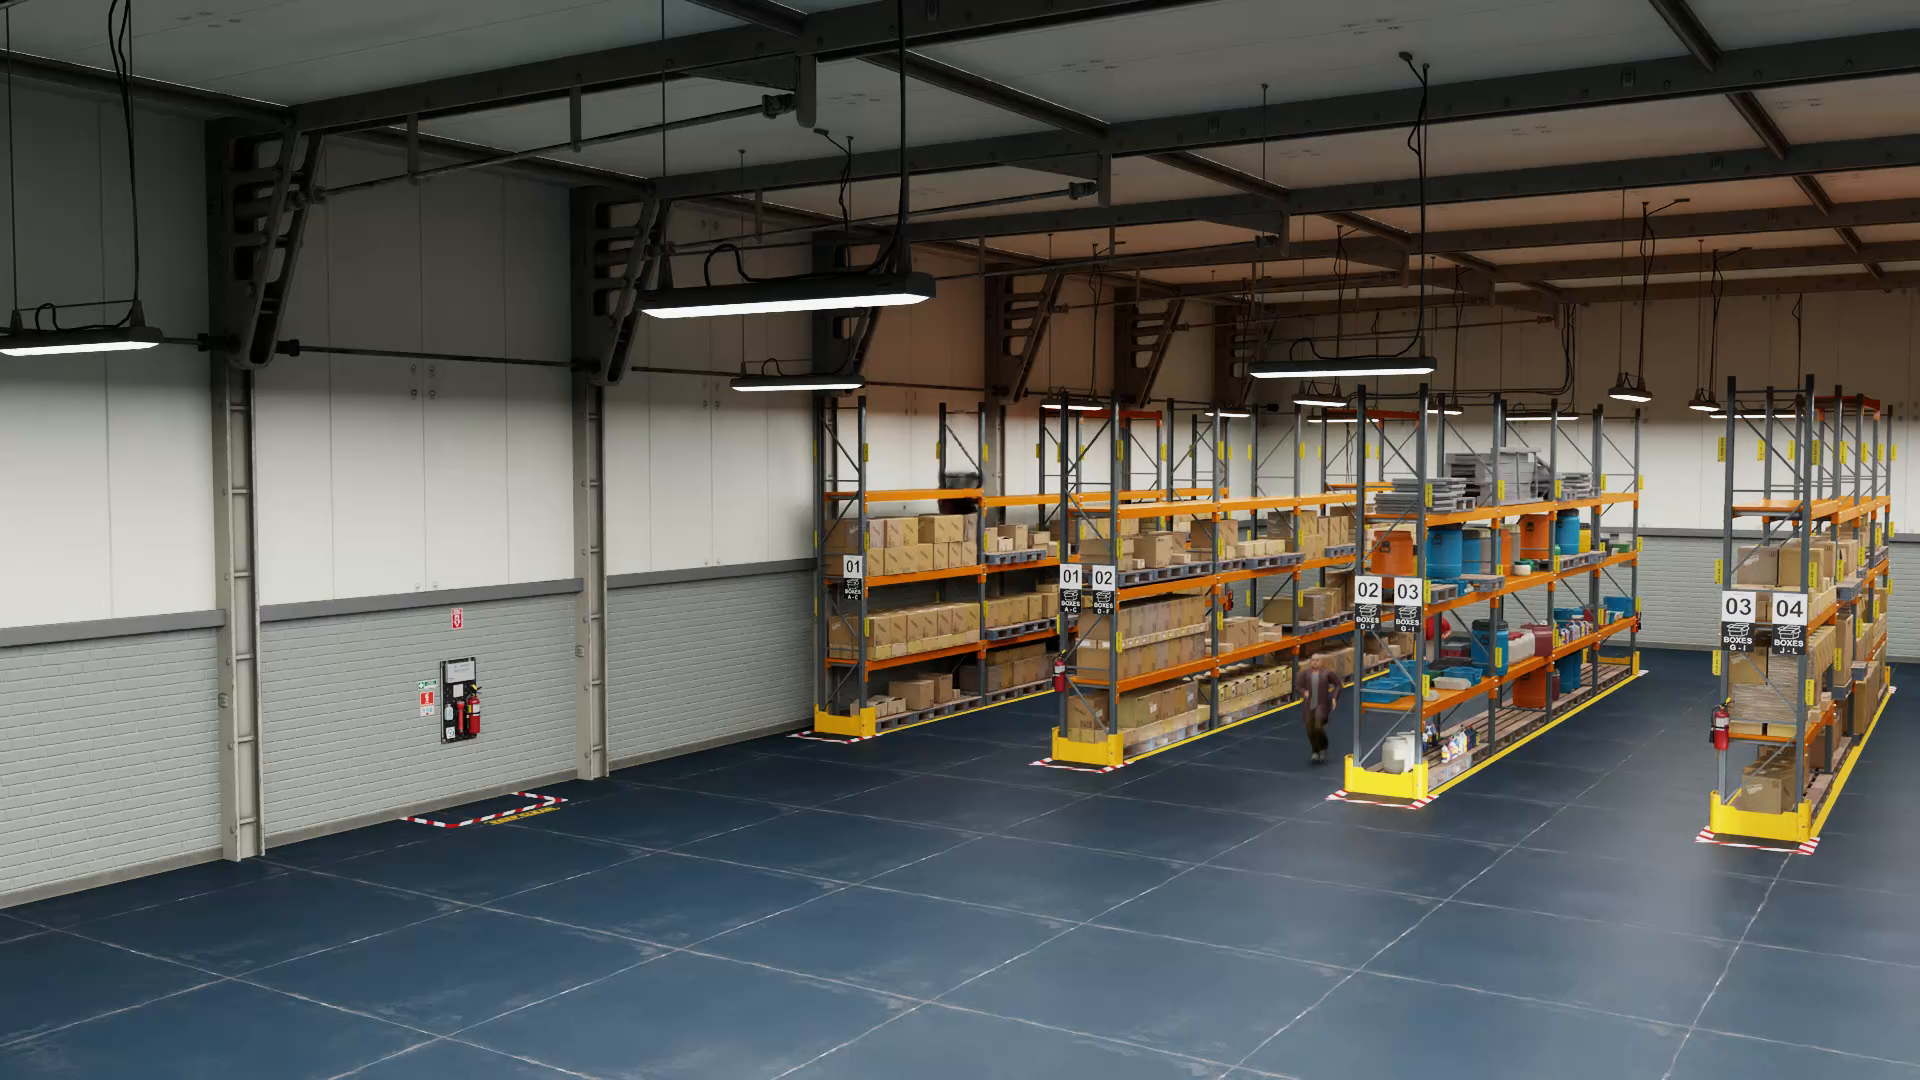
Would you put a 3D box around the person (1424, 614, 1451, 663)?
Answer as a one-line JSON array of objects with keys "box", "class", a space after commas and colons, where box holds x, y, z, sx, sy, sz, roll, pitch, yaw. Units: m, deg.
[{"box": [10.260, 2.273, 35.919, 0.655, 1.678, 0.620, 2, 3, 30], "class": "person"}]

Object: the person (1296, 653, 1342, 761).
[{"box": [5.745, 2.707, 26.833, 0.685, 1.744, 0.703, 2, 3, 28], "class": "person"}]
